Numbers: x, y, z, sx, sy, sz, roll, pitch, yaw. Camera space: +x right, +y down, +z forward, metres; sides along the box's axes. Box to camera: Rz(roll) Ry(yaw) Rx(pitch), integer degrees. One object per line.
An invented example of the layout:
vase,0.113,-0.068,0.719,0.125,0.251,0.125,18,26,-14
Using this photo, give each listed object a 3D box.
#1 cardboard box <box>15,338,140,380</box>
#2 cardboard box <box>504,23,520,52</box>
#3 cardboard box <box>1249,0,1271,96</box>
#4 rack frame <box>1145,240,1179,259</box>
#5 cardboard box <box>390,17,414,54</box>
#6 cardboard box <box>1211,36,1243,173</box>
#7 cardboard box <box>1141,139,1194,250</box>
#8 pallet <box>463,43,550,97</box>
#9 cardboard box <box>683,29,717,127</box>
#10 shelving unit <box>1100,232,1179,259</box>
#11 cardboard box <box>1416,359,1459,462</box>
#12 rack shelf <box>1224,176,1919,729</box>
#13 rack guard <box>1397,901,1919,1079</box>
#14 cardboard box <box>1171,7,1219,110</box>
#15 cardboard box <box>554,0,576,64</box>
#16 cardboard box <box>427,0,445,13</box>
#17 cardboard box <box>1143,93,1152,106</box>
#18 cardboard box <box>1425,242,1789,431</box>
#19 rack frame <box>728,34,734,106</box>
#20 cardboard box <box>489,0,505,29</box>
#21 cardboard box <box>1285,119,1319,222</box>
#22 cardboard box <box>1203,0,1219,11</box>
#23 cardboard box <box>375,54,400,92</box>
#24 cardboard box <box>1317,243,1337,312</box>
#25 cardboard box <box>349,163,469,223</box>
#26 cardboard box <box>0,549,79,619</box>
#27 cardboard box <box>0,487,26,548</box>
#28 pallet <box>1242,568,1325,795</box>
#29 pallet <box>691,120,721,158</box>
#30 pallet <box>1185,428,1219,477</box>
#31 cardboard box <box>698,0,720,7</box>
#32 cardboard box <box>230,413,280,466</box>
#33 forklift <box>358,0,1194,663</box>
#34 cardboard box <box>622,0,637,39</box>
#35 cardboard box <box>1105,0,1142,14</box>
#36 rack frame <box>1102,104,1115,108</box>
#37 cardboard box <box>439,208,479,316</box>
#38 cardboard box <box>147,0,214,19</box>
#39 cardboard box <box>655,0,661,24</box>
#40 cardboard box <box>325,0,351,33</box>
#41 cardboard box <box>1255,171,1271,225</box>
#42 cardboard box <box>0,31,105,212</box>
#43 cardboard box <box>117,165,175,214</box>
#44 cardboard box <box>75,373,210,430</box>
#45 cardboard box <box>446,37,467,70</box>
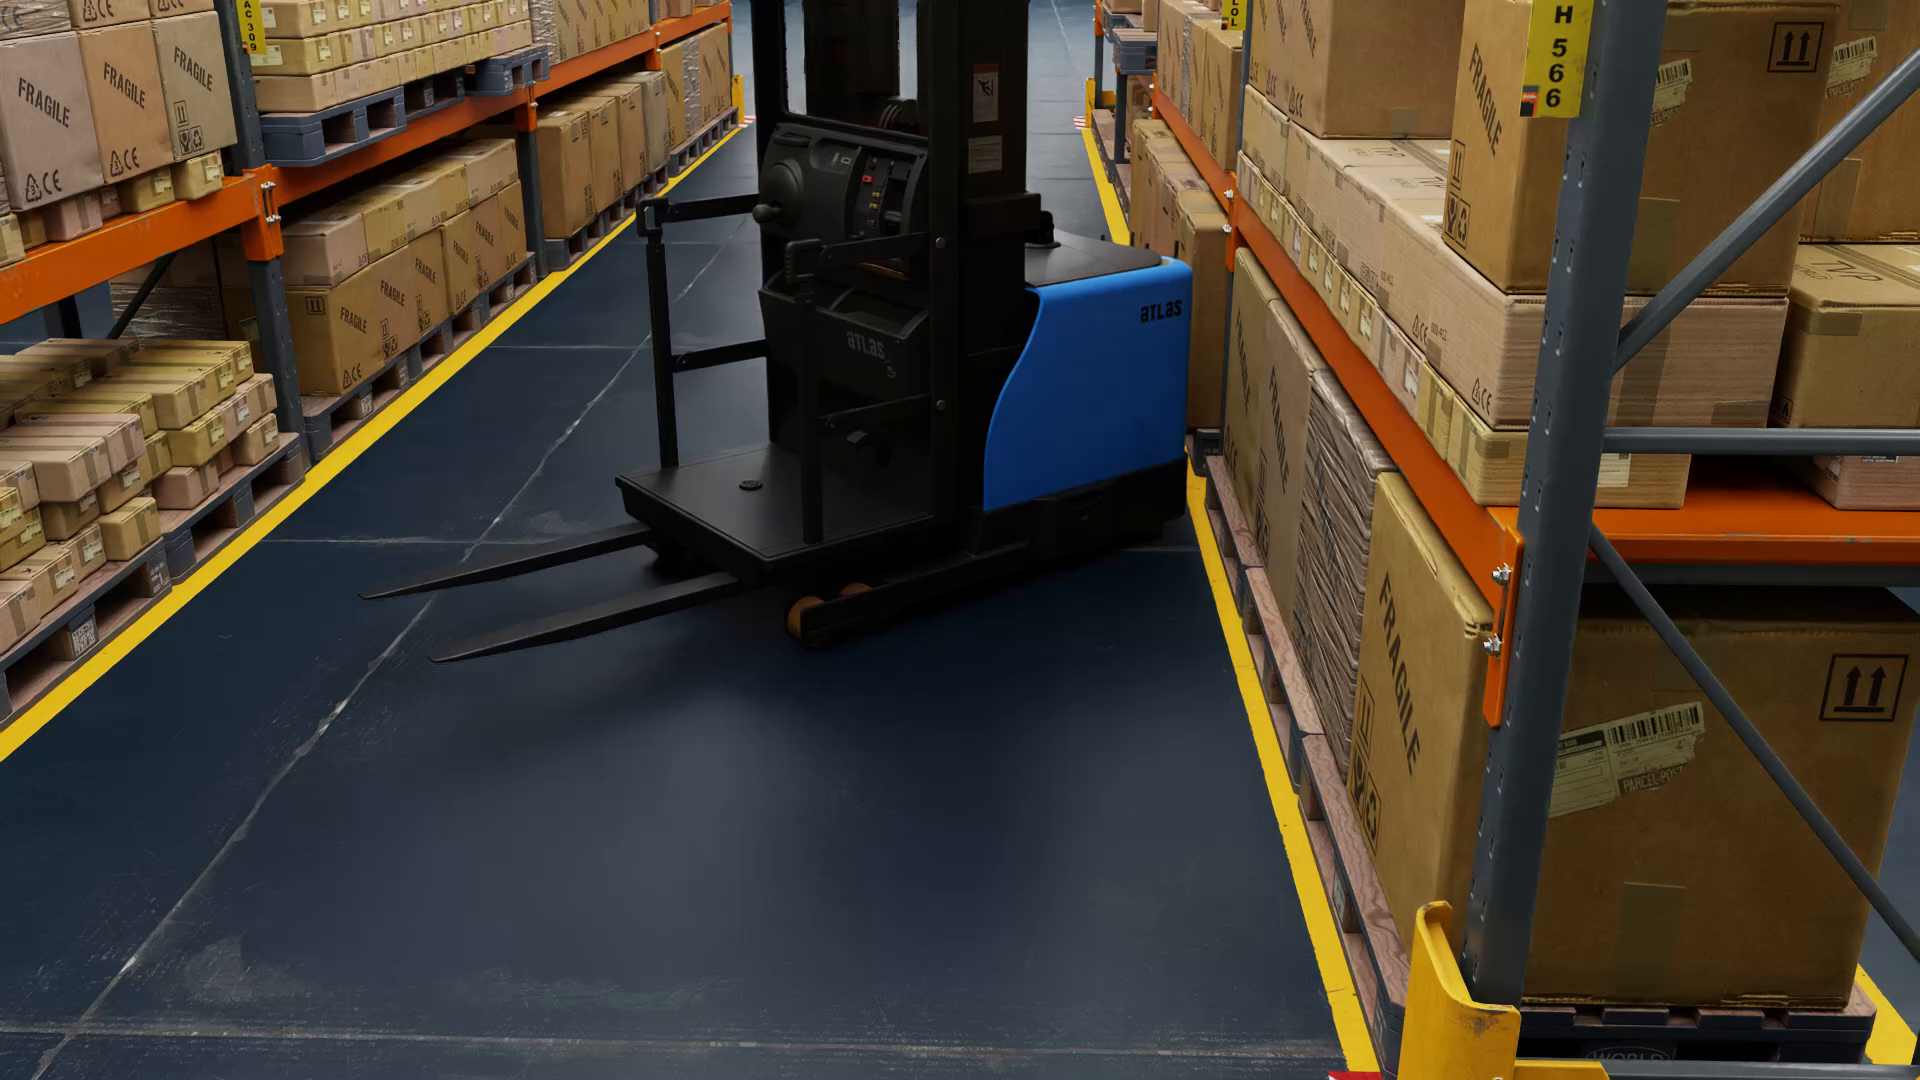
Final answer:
cardboard box,-3.577,-0.716,6.765,0.380,0.149,0.250,1,21,4
cardboard box,-2.803,-2.946,9.741,0.380,0.149,0.250,1,21,1
cardboard box,1.325,-1.851,5.912,0.500,0.500,0.500,1,21,2
rack frame,0.791,-0.708,6.884,0.200,1.050,0.008,-14,25,-40
cardboard box,-2.862,-2.427,7.994,0.380,0.149,0.250,1,21,4
cardboard box,1.336,-1.822,6.939,0.500,0.500,0.500,1,21,2
cardboard box,1.640,-1.683,9.076,1.225,0.875,0.875,1,21,2
pallet,-3.153,-2.792,9.843,1.213,0.211,1.003,1,21,2
cardboard box,-2.974,-4.674,16.785,0.875,0.875,0.875,0,21,1
shelving unit,0.709,-0.741,6.968,0.215,1.050,0.252,-14,25,-40
cardboard box,1.161,-0.266,3.415,0.380,0.149,0.250,1,21,2
rack shelf,1.534,-0.544,4.780,1.077,0.370,4.000,1,21,2
rack guard,1.472,1.017,3.216,1.175,0.500,0.348,1,21,2
cardboard box,1.404,-2.551,8.819,0.500,0.500,0.500,0,21,1
cardboard box,-2.942,-3.530,11.342,0.500,0.500,0.500,0,21,1
cardboard box,-2.845,-2.752,8.420,0.380,0.149,0.250,1,21,3
cardboard box,1.890,-3.670,14.716,0.500,0.500,0.500,0,21,0
cardboard box,1.223,-0.403,3.218,0.500,0.250,0.500,0,21,1
rack frame,-2.995,-6.033,17.930,1.000,3.000,0.127,1,21,2
cardboard box,-2.810,-2.982,9.424,0.380,0.149,0.250,1,21,3
cardboard box,1.288,-1.137,5.110,0.500,0.250,0.500,1,21,3
cardboard box,1.655,-3.064,8.753,0.797,0.503,0.637,1,21,3
cardboard box,-2.865,-2.191,7.797,0.380,0.149,0.250,1,21,2
cardboard box,1.202,-0.725,4.597,0.380,0.149,0.250,1,21,3
cardboard box,-3.033,-1.904,9.127,0.500,0.250,0.500,1,21,3
cardboard box,-3.112,0.140,5.381,0.380,0.149,0.250,1,21,2
cardboard box,-3.106,-0.054,5.058,0.380,0.149,0.250,1,21,2
pallet,1.459,0.414,5.171,1.003,0.211,1.213,1,21,2
pallet,-2.981,-4.003,16.553,1.003,0.211,1.213,1,21,2
pallet,1.543,-0.583,7.739,1.003,0.211,1.213,1,21,2
cardboard box,-2.956,-5.769,17.043,0.875,0.550,0.550,1,21,2
cardboard box,-3.031,-0.415,6.813,0.380,0.149,0.250,1,21,2
forklift,-0.579,-1.224,5.631,3.031,2.935,1.130,-16,26,-35
cardboard box,-2.881,-4.259,13.220,0.500,0.500,0.500,0,21,1
cardboard box,1.674,-4.685,13.047,1.000,1.000,1.000,1,21,2
rack frame,1.956,-5.942,17.696,0.949,2.616,0.053,1,21,2
cardboard box,-3.016,-1.551,9.254,0.500,0.500,0.500,0,21,-1
cardboard box,-3.104,-2.172,6.050,0.500,0.500,0.500,0,21,0
cardboard box,-3.117,-4.790,14.520,0.875,0.550,0.550,1,21,2
cardboard box,-2.886,-2.288,7.224,0.380,0.149,0.250,1,21,3
cardboard box,1.238,-1.192,5.802,0.380,0.149,0.250,1,21,3
cardboard box,-3.126,-1.334,5.270,0.500,0.500,0.500,1,21,1
cardboard box,-3.101,-1.281,6.030,0.380,0.149,0.250,1,21,4
cardboard box,-3.079,-0.524,6.270,0.380,0.149,0.250,0,21,1
cardboard box,-2.838,-2.572,8.777,0.380,0.149,0.250,1,21,3
